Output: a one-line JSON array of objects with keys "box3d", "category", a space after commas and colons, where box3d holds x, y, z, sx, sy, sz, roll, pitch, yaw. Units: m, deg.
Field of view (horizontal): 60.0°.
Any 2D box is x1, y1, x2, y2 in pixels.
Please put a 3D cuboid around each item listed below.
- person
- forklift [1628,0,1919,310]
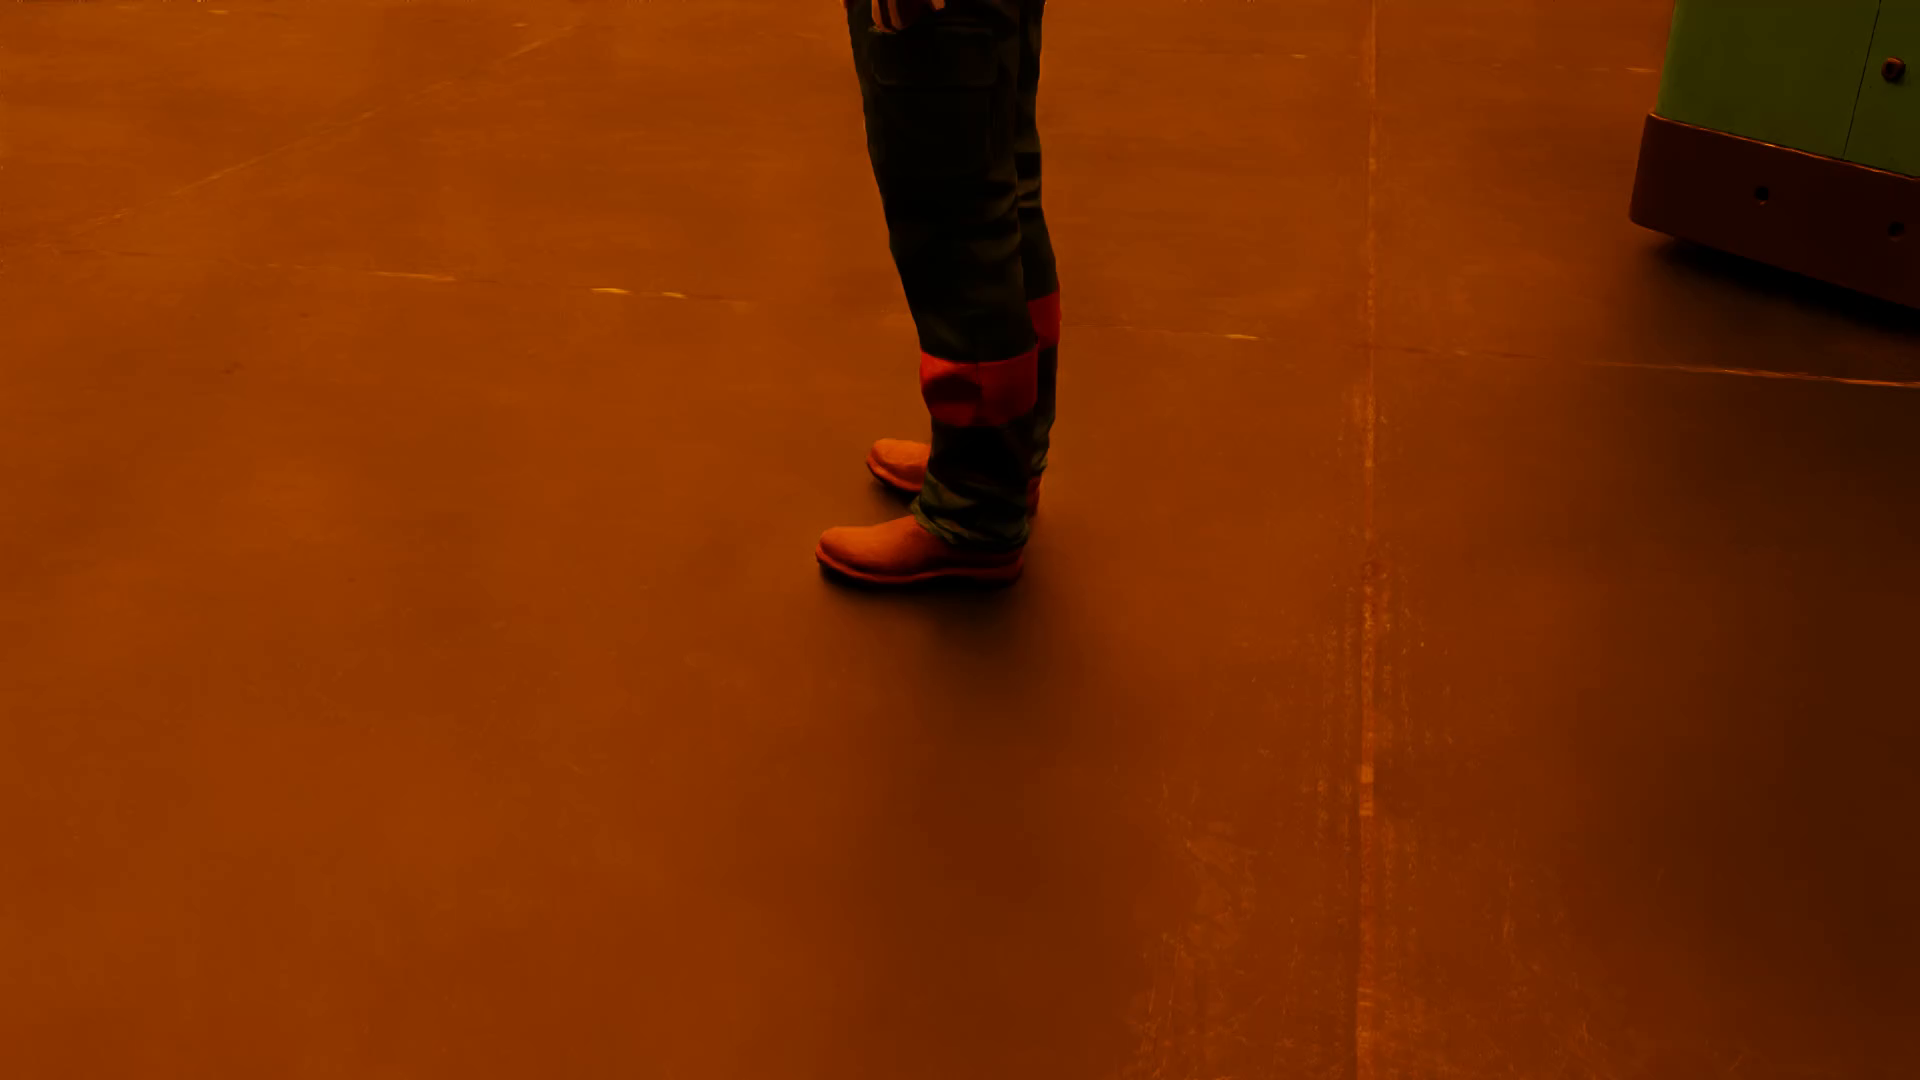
[{"box3d": [-0.021, -0.801, 2.100, 0.349, 1.795, 0.540, 6, 27, 11], "category": "person"}, {"box3d": [3.061, -2.116, 3.440, 3.031, 2.935, 1.130, -14, 30, -26], "category": "forklift"}]
